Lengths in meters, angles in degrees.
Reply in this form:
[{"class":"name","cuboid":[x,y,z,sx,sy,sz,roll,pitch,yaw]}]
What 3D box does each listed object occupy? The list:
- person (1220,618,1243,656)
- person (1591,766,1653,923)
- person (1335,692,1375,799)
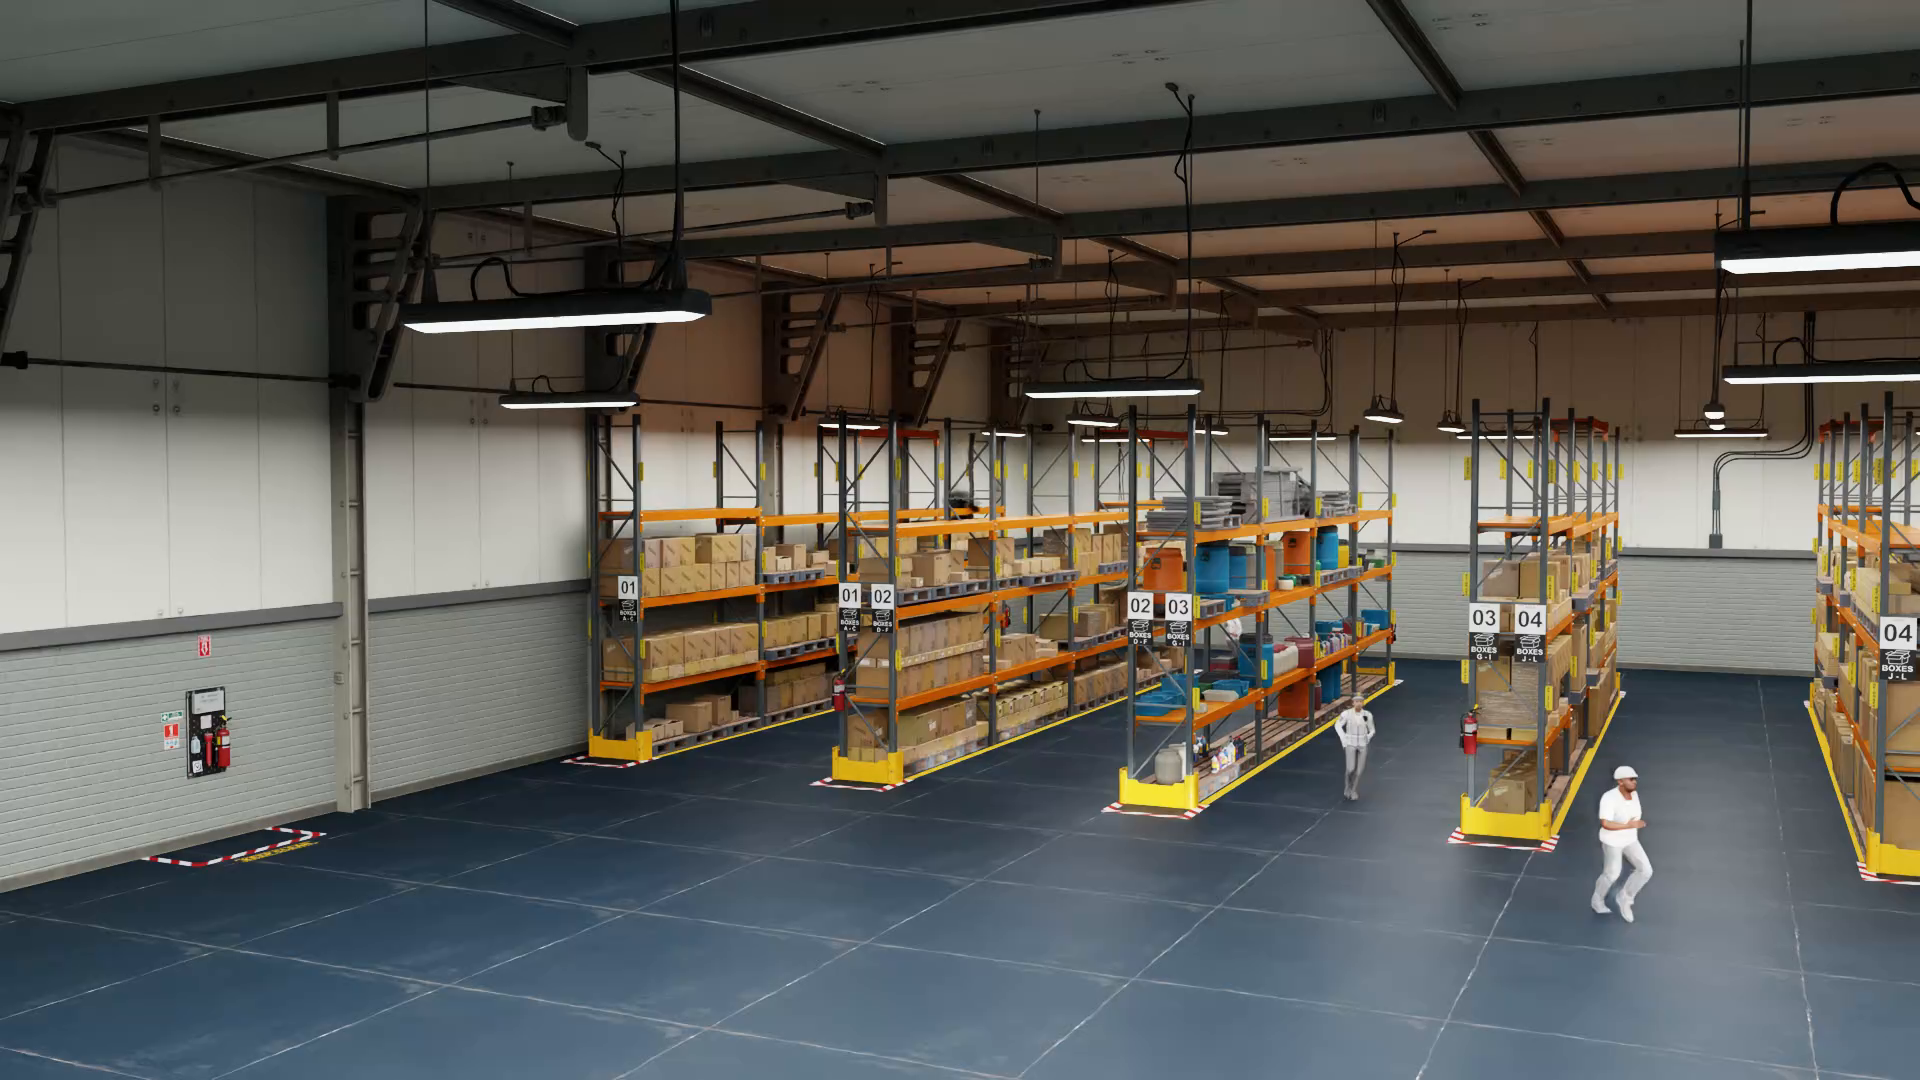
[{"class":"person","cuboid":[6.708,2.464,40.875,0.657,1.774,0.732,-1,2,-15]},{"class":"person","cuboid":[7.337,3.359,18.447,0.733,1.745,0.801,-1,3,-28]},{"class":"person","cuboid":[6.008,3.124,25.197,0.588,1.653,0.570,0,2,4]}]
